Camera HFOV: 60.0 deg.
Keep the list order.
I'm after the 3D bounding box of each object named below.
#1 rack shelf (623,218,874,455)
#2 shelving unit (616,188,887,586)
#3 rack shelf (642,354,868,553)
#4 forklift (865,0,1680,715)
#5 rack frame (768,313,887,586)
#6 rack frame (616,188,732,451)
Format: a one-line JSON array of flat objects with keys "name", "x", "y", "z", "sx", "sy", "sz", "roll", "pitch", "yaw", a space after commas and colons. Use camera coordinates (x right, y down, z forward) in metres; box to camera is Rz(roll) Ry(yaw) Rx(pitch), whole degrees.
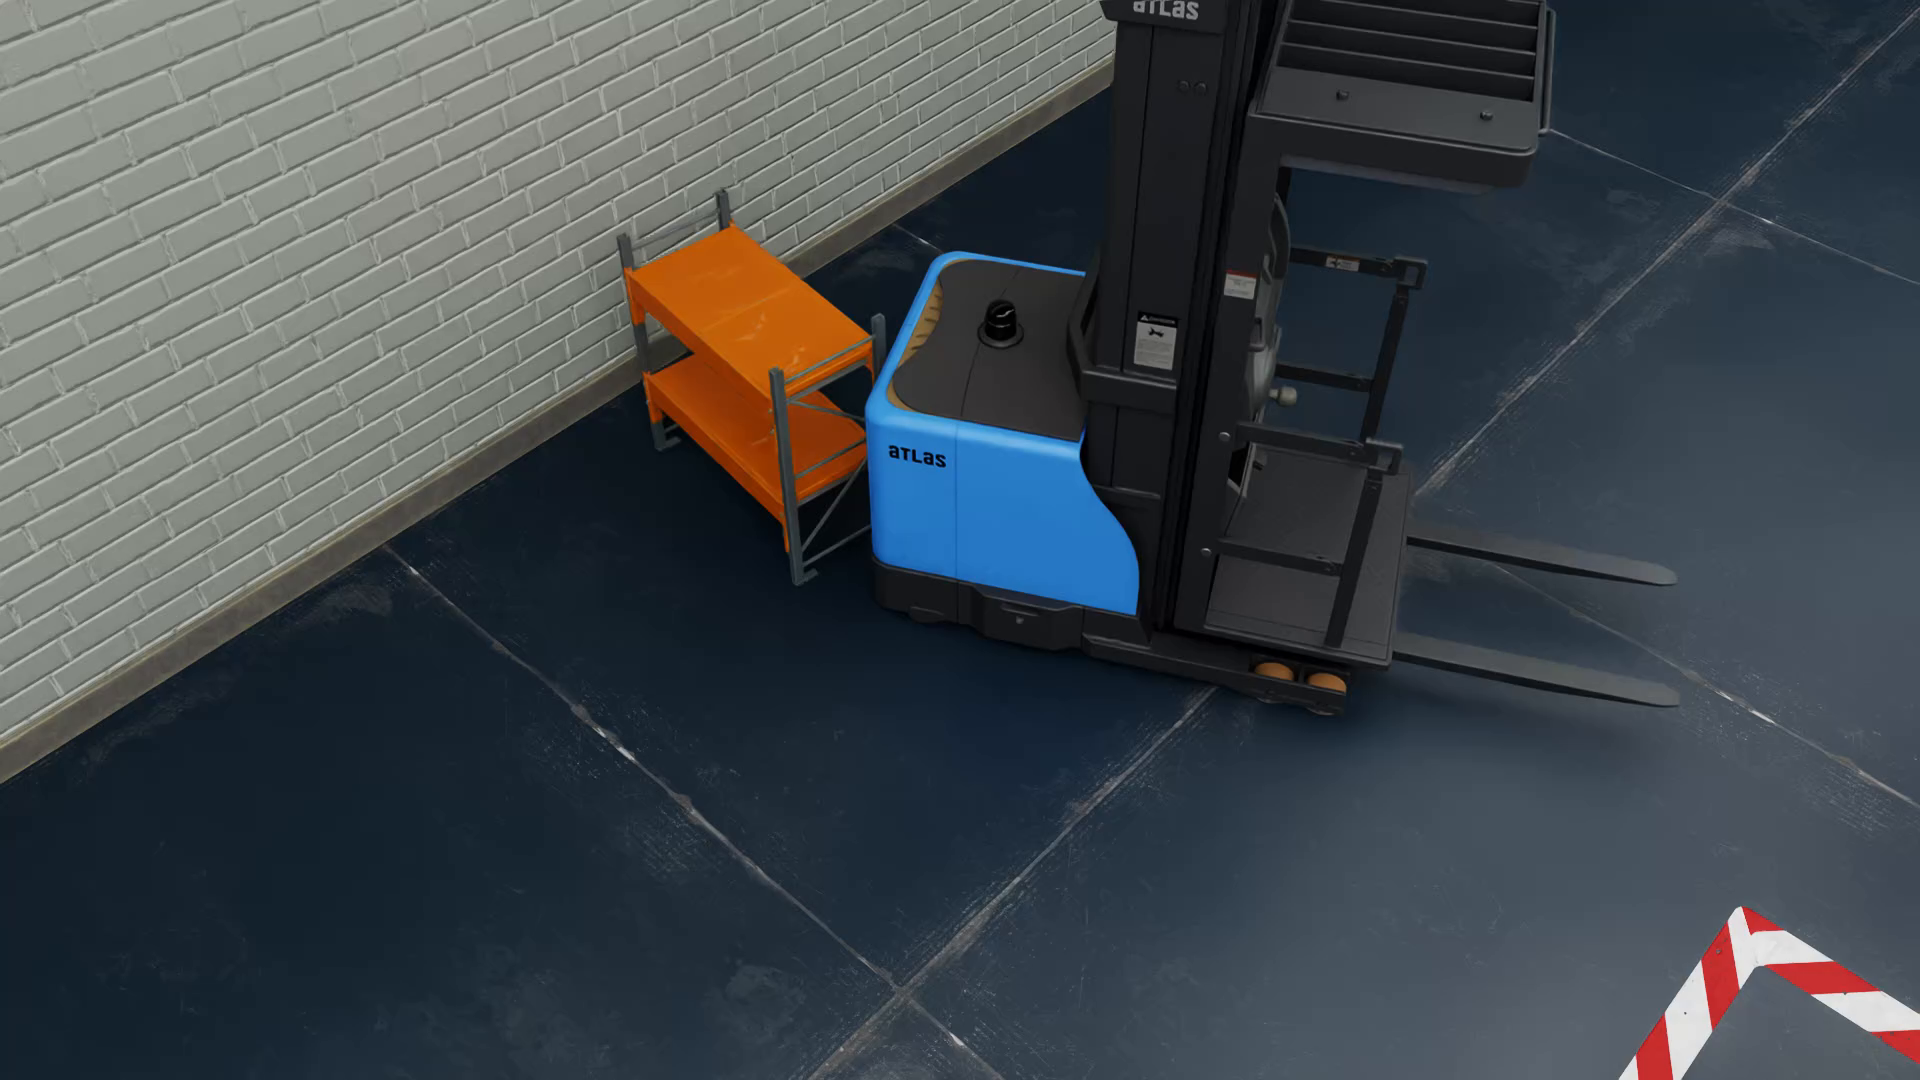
[{"name": "rack shelf", "x": -0.800, "y": -0.809, "z": 6.445, "sx": 0.538, "sy": 0.278, "sz": 1.000, "roll": -31, "pitch": 54, "yaw": -26}, {"name": "shelving unit", "x": -0.800, "y": -0.608, "z": 6.658, "sx": 0.538, "sy": 1.125, "sz": 1.048, "roll": -31, "pitch": 54, "yaw": -26}, {"name": "rack shelf", "x": -0.800, "y": -0.441, "z": 6.836, "sx": 0.538, "sy": 0.278, "sz": 1.000, "roll": -31, "pitch": 54, "yaw": -26}, {"name": "forklift", "x": 1.224, "y": -0.781, "z": 5.581, "sx": 3.031, "sy": 2.935, "sz": 1.130, "roll": 11, "pitch": 48, "yaw": 10}, {"name": "rack frame", "x": -0.476, "y": -0.323, "z": 6.390, "sx": 0.500, "sy": 1.125, "sz": 0.032, "roll": -31, "pitch": 54, "yaw": -26}, {"name": "rack frame", "x": -1.125, "y": -0.893, "z": 6.926, "sx": 0.500, "sy": 1.125, "sz": 0.032, "roll": -31, "pitch": 54, "yaw": -26}]
